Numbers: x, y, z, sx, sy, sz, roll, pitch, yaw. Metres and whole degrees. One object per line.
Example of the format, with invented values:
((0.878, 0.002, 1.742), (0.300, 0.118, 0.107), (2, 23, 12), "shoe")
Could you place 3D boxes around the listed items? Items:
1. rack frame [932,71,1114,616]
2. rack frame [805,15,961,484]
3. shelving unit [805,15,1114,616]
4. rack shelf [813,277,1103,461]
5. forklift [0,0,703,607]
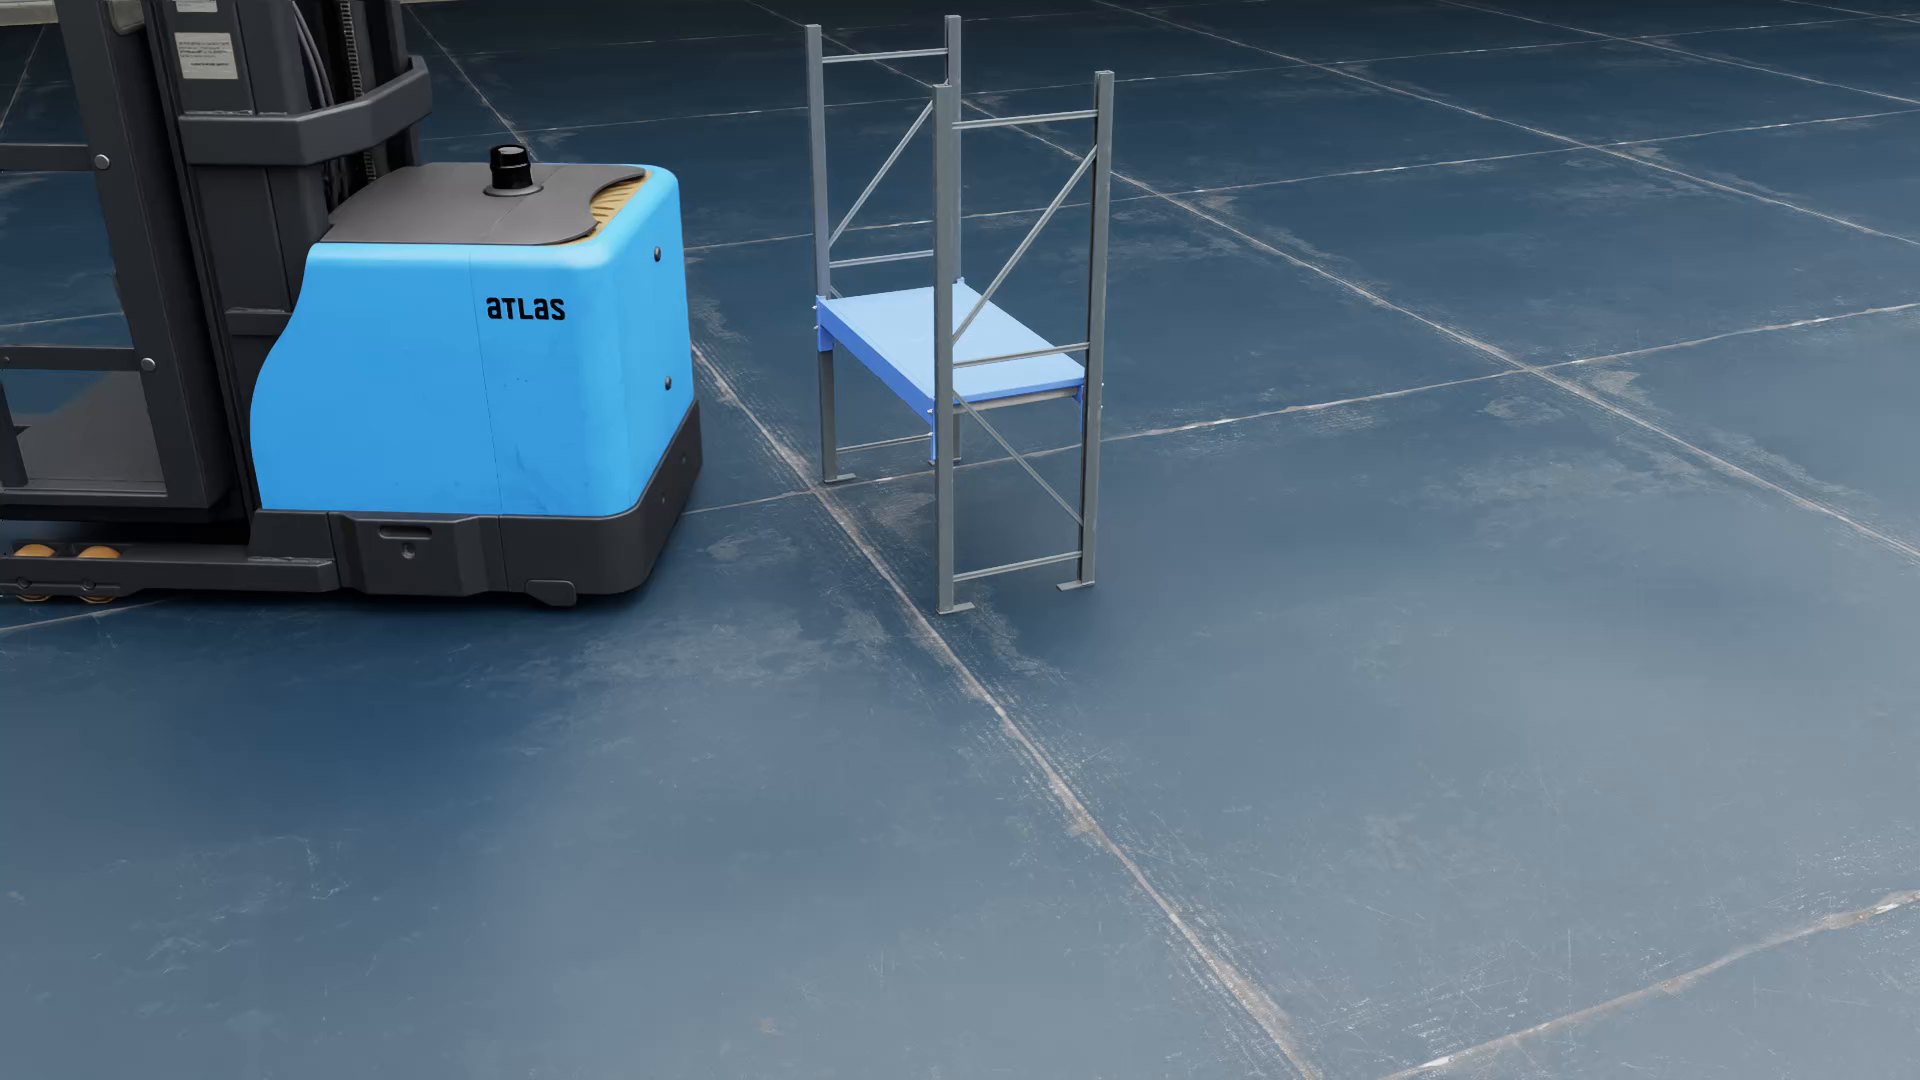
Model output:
((0.166, -0.503, 4.571), (0.500, 1.500, 0.032), (-11, 28, -21), "rack frame")
((-0.233, -0.914, 5.412), (0.500, 1.500, 0.032), (-11, 28, -21), "rack frame")
((-0.033, -0.708, 4.991), (0.538, 1.500, 1.048), (-11, 28, -21), "shelving unit")
((-0.033, -0.547, 5.070), (0.538, 0.185, 1.000), (-11, 28, -21), "rack shelf")
((-2.404, -1.360, 4.694), (3.031, 2.935, 1.130), (1, 26, 3), "forklift")
